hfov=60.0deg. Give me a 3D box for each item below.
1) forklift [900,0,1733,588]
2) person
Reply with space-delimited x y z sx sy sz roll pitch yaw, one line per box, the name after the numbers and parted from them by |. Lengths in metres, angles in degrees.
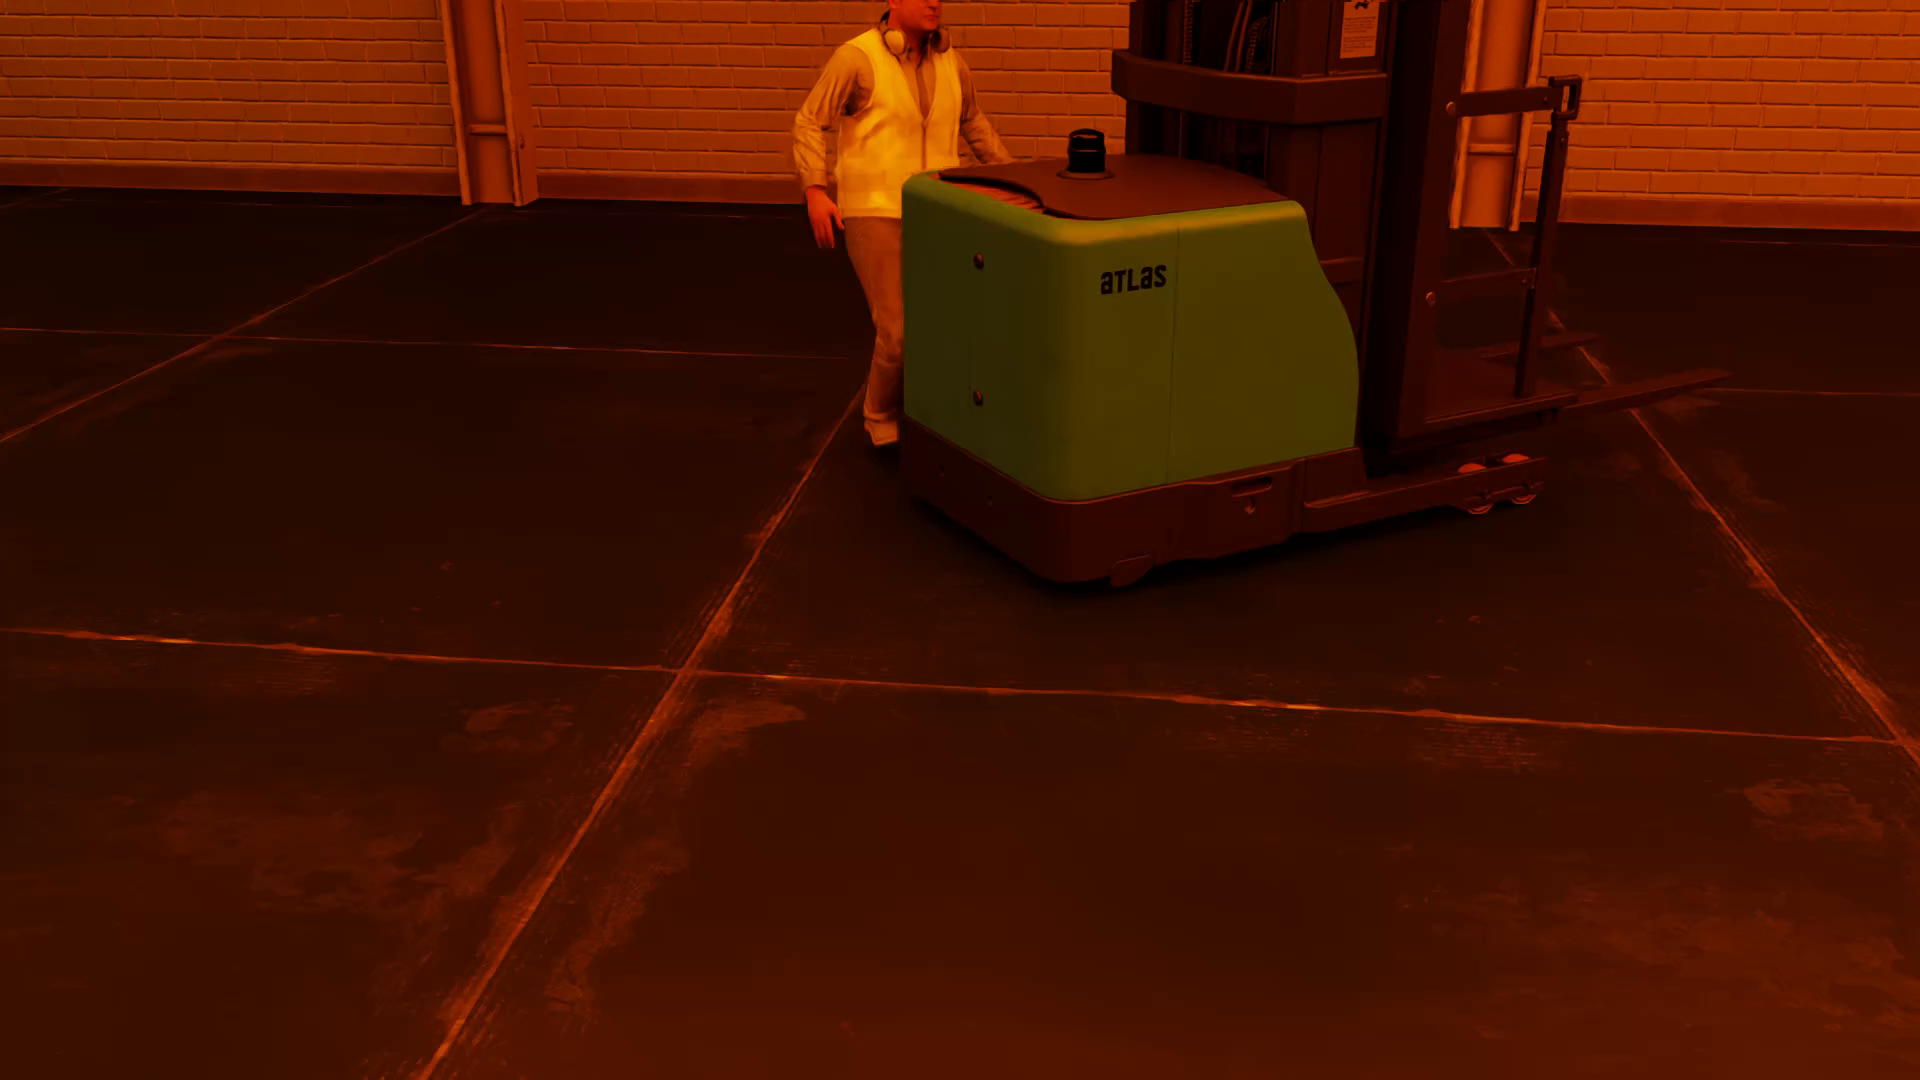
1.347 -1.601 5.229 3.031 2.935 1.130 -12 25 -26 | forklift
-0.126 -1.110 5.607 0.873 1.708 0.578 -14 26 -31 | person
